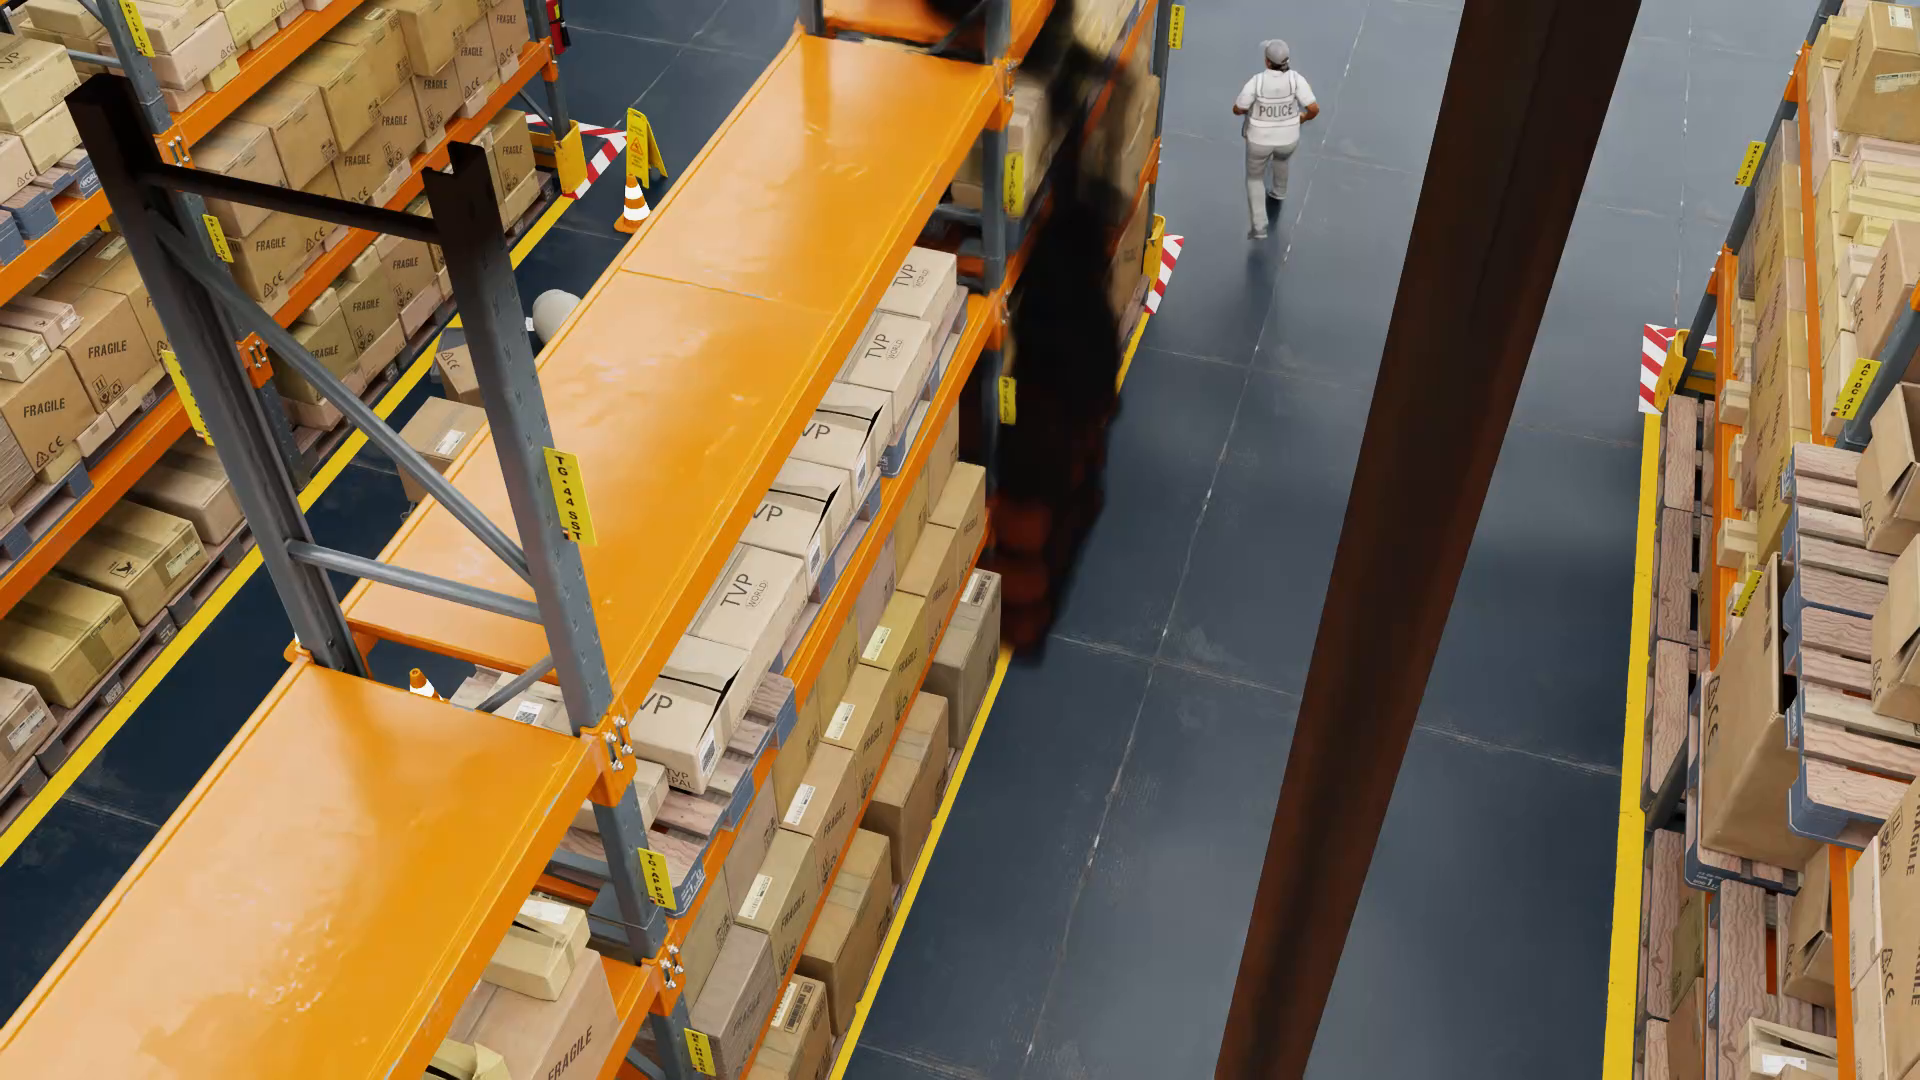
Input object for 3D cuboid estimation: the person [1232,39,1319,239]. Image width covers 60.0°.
[{"bbox_3d":[2.421,-3.158,13.061,0.629,1.661,0.945,-4,46,-3],"label":"person"}]
